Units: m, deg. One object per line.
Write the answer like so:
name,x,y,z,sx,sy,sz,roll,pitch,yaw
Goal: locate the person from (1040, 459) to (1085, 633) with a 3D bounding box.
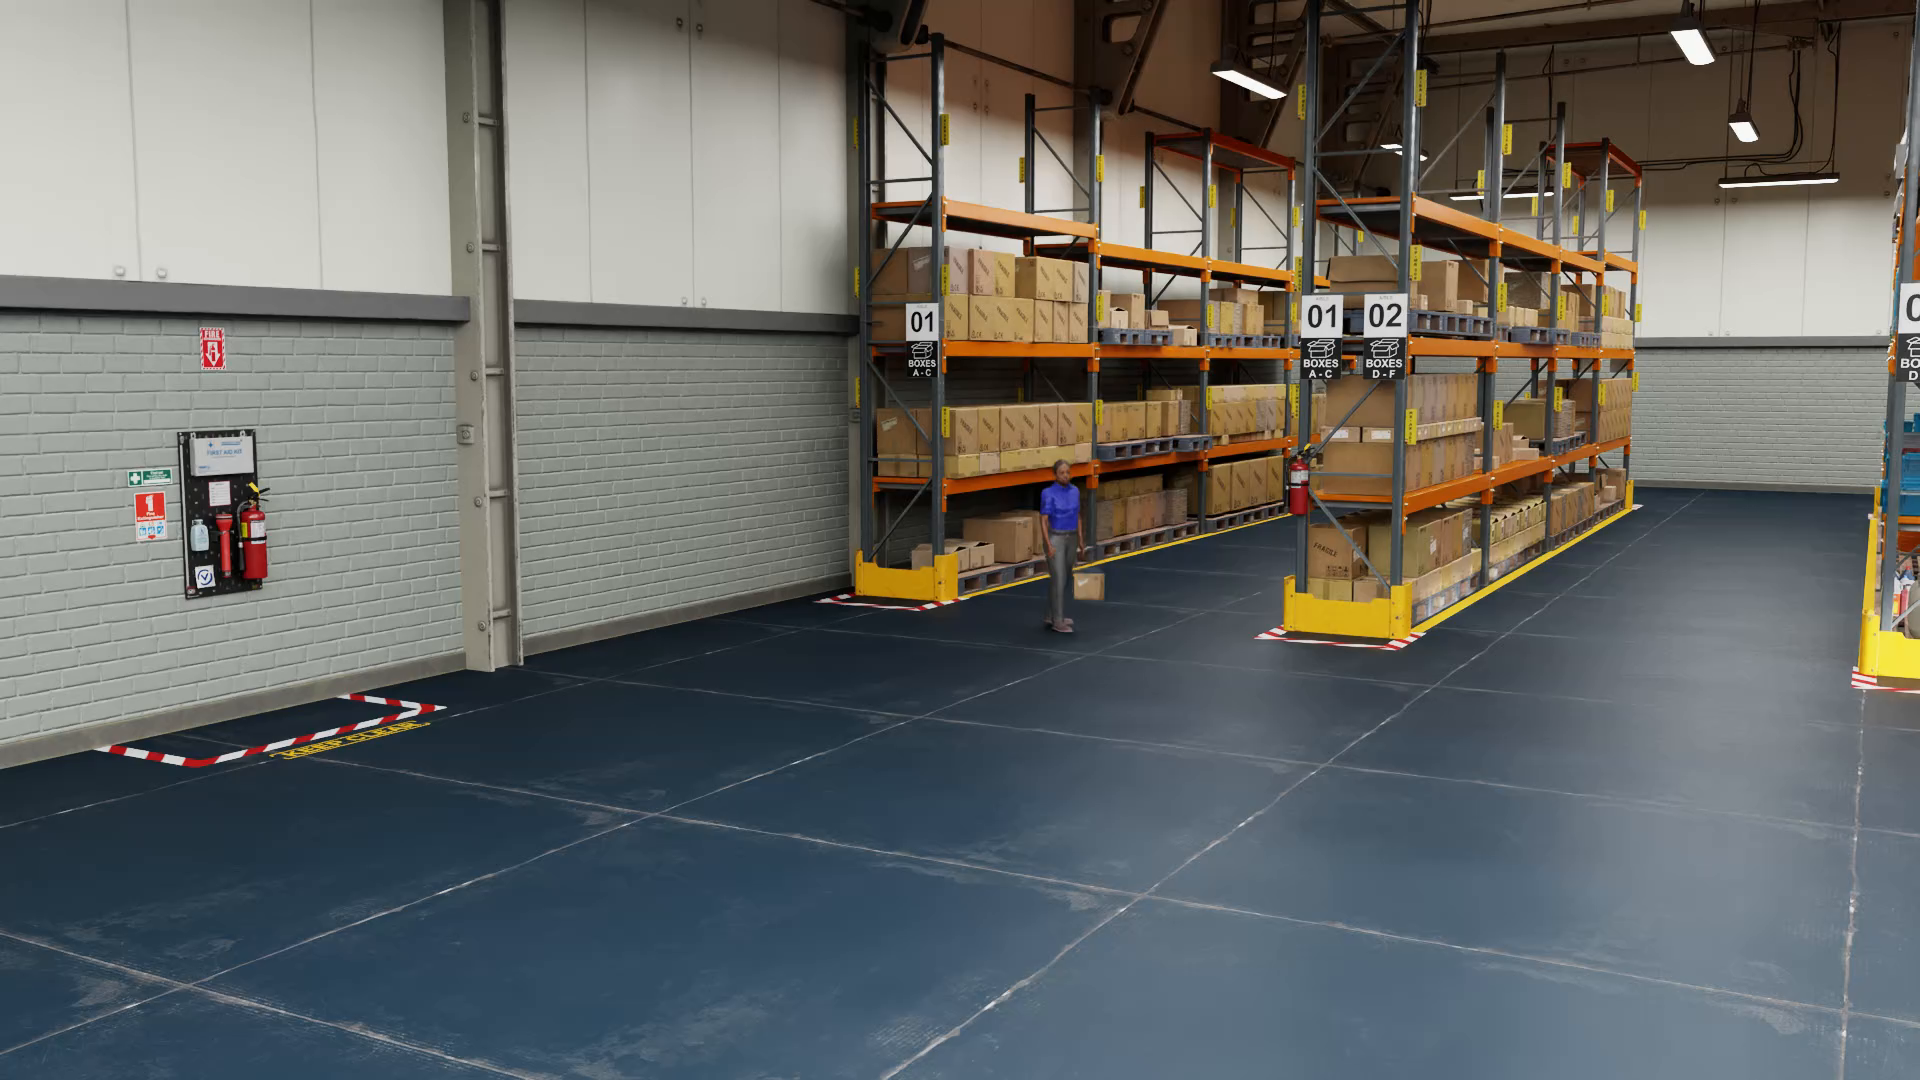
person,0.961,0.041,16.014,0.474,1.647,0.558,-5,8,-38
